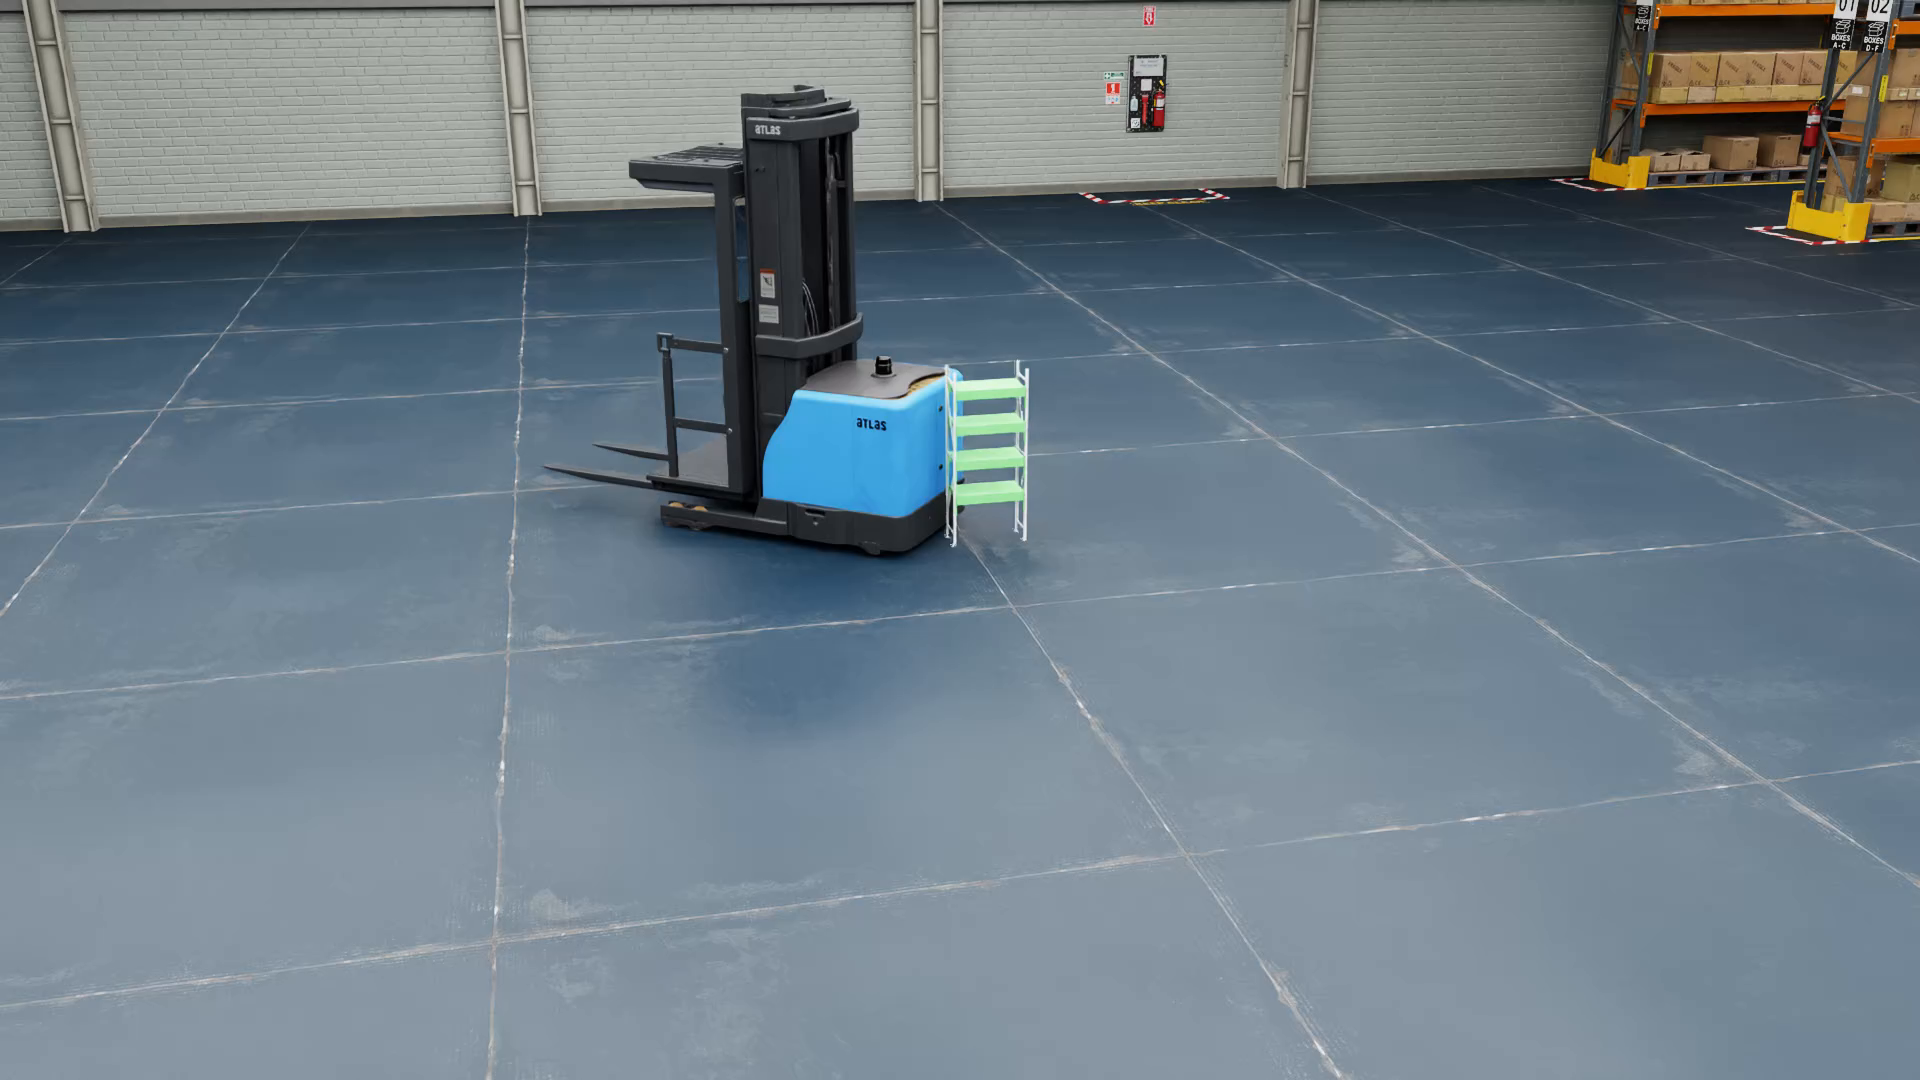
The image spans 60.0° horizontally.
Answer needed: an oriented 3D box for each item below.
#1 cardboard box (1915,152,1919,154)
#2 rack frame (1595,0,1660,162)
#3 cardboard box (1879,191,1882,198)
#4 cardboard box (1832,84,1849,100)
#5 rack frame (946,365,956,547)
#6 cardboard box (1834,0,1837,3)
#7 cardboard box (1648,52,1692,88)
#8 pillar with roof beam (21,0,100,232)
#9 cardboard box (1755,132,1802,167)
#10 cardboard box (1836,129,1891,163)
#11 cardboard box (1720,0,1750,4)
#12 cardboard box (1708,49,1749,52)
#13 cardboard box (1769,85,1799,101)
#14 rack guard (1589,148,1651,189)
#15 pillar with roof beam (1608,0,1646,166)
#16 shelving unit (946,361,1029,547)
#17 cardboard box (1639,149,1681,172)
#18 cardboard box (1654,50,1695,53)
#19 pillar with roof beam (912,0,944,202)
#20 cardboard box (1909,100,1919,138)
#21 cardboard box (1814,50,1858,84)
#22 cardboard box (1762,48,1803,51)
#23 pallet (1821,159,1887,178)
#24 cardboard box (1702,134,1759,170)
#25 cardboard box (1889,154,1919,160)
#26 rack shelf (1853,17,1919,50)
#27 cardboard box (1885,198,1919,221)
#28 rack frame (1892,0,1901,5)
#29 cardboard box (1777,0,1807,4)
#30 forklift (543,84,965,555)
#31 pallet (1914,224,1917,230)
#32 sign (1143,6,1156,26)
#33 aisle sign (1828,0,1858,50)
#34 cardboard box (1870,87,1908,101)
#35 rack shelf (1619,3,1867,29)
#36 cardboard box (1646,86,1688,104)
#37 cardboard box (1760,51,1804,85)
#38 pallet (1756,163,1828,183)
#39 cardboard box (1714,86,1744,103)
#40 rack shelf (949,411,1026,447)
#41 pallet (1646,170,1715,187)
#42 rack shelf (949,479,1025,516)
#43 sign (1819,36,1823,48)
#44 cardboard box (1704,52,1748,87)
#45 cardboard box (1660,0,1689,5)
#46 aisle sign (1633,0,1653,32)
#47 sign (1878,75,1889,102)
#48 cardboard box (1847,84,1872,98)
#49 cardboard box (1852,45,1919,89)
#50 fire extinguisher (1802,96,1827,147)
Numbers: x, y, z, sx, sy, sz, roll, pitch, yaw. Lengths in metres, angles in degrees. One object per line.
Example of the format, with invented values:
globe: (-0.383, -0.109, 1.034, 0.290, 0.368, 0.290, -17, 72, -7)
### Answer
cardboard box: (16.317, -6.757, 28.395, 0.500, 0.500, 0.700, -4, 21, -12)
rack frame: (10.715, -7.259, 26.771, 0.127, 3.000, 1.000, -5, 21, -12)
cardboard box: (12.796, -4.693, 23.151, 0.500, 0.250, 0.500, -5, 21, -12)
cardboard box: (14.216, -7.376, 27.278, 0.500, 0.250, 0.500, -5, 21, -12)
rack frame: (-0.061, -0.555, 11.085, 0.015, 1.200, 0.240, -5, 21, -13)
cardboard box: (14.171, -8.918, 26.763, 0.500, 0.500, 0.500, -4, 21, -11)
cardboard box: (11.249, -7.488, 26.493, 0.500, 0.500, 0.500, -5, 21, -12)
pillar with roof beam: (-11.168, -7.081, 17.561, 0.400, 9.000, 9.100, -5, 21, -12)
cardboard box: (13.607, -6.513, 27.729, 0.500, 0.500, 0.500, -6, 21, -17)
cardboard box: (15.320, -6.673, 28.164, 0.500, 0.500, 0.700, -4, 20, -11)
cardboard box: (12.133, -8.740, 26.277, 0.500, 0.500, 0.500, -4, 20, -10)
cardboard box: (12.609, -7.778, 27.285, 0.500, 0.500, 0.500, -4, 21, -12)
cardboard box: (13.244, -7.294, 27.055, 0.500, 0.250, 0.500, -5, 21, -13)
rack guard: (10.789, -6.092, 27.217, 0.348, 0.500, 1.175, -5, 21, -12)
pillar with roof beam: (12.188, -8.980, 22.747, 0.400, 9.000, 9.100, -5, 21, -12)
shelving unit: (0.177, -0.574, 11.138, 0.503, 1.200, 0.258, -5, 21, -13)
cardboard box: (11.409, -6.228, 27.225, 0.500, 0.311, 0.500, -7, 21, -19)
cardboard box: (11.617, -7.695, 27.060, 0.500, 0.500, 0.500, -4, 21, -12)
pillar with roof beam: (0.510, -8.030, 20.154, 0.400, 9.000, 9.100, -5, 21, -12)
cardboard box: (12.826, -5.724, 22.435, 0.500, 0.500, 0.700, -4, 21, -11)
cardboard box: (14.219, -7.726, 27.144, 0.500, 0.500, 0.500, -5, 21, -13)
cardboard box: (13.598, -7.860, 27.510, 0.500, 0.500, 0.500, -5, 21, -13)
pallet: (15.365, -6.329, 28.284, 1.213, 0.211, 1.003, -5, 21, -12)
cardboard box: (12.689, -6.403, 27.428, 0.500, 0.500, 0.700, -6, 21, -16)
cardboard box: (13.282, -5.086, 23.134, 0.500, 0.500, 0.500, -5, 21, -12)
rack shelf: (13.805, -6.830, 22.285, 4.000, 0.370, 1.077, -5, 21, -12)
cardboard box: (12.917, -4.516, 22.670, 0.500, 0.250, 0.500, -5, 21, -12)
rack frame: (11.858, -8.418, 21.213, 0.127, 3.000, 1.000, -5, 21, -12)
cardboard box: (13.147, -8.826, 26.512, 0.500, 0.500, 0.500, -5, 21, -15)
forklift: (-1.527, -1.596, 11.411, 3.031, 2.935, 1.130, 9, 22, 23)
pallet: (13.778, -4.462, 23.189, 1.213, 0.211, 1.003, -5, 21, -12)
sign: (2.914, -8.068, 25.608, 0.199, 0.298, 0.001, -5, 21, -12)
aisle sign: (11.727, -6.915, 22.052, 0.004, 0.787, 0.394, -5, 21, -12)
cardboard box: (12.290, -5.912, 22.004, 0.250, 0.149, 0.380, -5, 21, -13)
rack shelf: (12.661, -8.488, 26.811, 4.000, 0.370, 1.077, -5, 21, -12)
cardboard box: (11.263, -7.131, 26.609, 0.500, 0.250, 0.500, -5, 21, -14)
cardboard box: (13.242, -7.648, 26.932, 0.500, 0.500, 0.500, -5, 21, -14)
pallet: (13.962, -6.202, 27.937, 1.213, 0.211, 1.003, -5, 21, -12)
cardboard box: (12.262, -7.215, 26.838, 0.500, 0.250, 0.500, -5, 21, -13)
rack shelf: (0.177, -0.740, 11.077, 0.480, 0.148, 0.258, -5, 21, -13)
pallet: (11.588, -6.008, 27.410, 1.213, 0.211, 1.003, -5, 21, -12)
rack shelf: (0.177, -0.289, 11.242, 0.480, 0.148, 0.258, -5, 21, -13)
sign: (14.476, -8.305, 27.942, 0.005, 0.325, 0.100, -5, 21, -12)
cardboard box: (12.236, -7.562, 26.696, 0.500, 0.500, 0.500, -5, 21, -14)
cardboard box: (11.098, -8.667, 26.078, 0.500, 0.500, 0.500, -4, 21, -11)
aisle sign: (10.714, -8.374, 26.034, 0.004, 0.787, 0.394, -5, 21, -12)
sign: (11.980, -5.859, 21.574, 0.005, 0.325, 0.100, -5, 21, -12)
cardboard box: (12.186, -6.047, 22.373, 0.250, 0.149, 0.380, -5, 21, -13)
cardboard box: (12.367, -6.294, 22.105, 0.500, 0.500, 0.700, -5, 21, -12)
fire extinguisher: (11.637, -5.711, 22.657, 0.183, 0.674, 0.296, -5, 21, -12)
